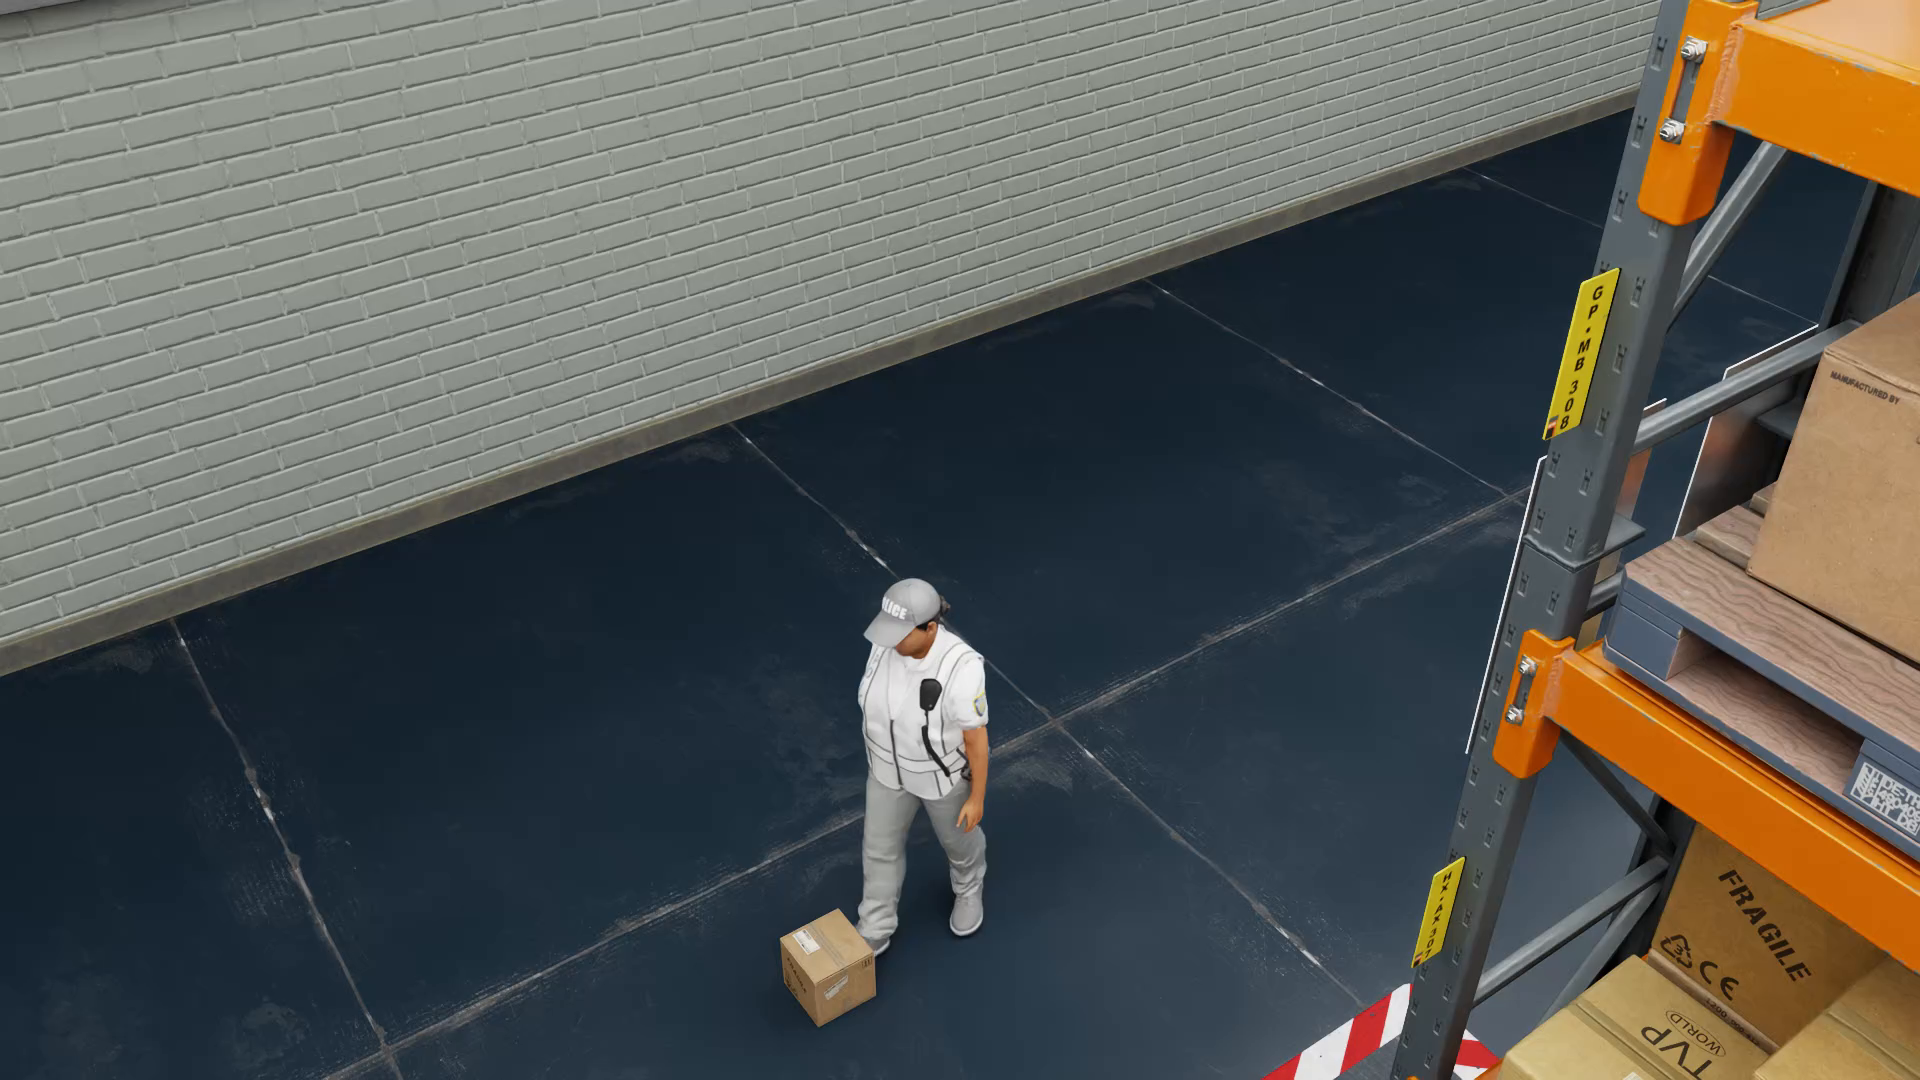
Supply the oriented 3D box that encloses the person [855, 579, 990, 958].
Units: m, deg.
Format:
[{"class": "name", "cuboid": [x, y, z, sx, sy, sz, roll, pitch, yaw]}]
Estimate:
[{"class": "person", "cuboid": [-0.153, 0.851, 5.839, 0.499, 1.651, 0.716, 18, 40, 23]}]
